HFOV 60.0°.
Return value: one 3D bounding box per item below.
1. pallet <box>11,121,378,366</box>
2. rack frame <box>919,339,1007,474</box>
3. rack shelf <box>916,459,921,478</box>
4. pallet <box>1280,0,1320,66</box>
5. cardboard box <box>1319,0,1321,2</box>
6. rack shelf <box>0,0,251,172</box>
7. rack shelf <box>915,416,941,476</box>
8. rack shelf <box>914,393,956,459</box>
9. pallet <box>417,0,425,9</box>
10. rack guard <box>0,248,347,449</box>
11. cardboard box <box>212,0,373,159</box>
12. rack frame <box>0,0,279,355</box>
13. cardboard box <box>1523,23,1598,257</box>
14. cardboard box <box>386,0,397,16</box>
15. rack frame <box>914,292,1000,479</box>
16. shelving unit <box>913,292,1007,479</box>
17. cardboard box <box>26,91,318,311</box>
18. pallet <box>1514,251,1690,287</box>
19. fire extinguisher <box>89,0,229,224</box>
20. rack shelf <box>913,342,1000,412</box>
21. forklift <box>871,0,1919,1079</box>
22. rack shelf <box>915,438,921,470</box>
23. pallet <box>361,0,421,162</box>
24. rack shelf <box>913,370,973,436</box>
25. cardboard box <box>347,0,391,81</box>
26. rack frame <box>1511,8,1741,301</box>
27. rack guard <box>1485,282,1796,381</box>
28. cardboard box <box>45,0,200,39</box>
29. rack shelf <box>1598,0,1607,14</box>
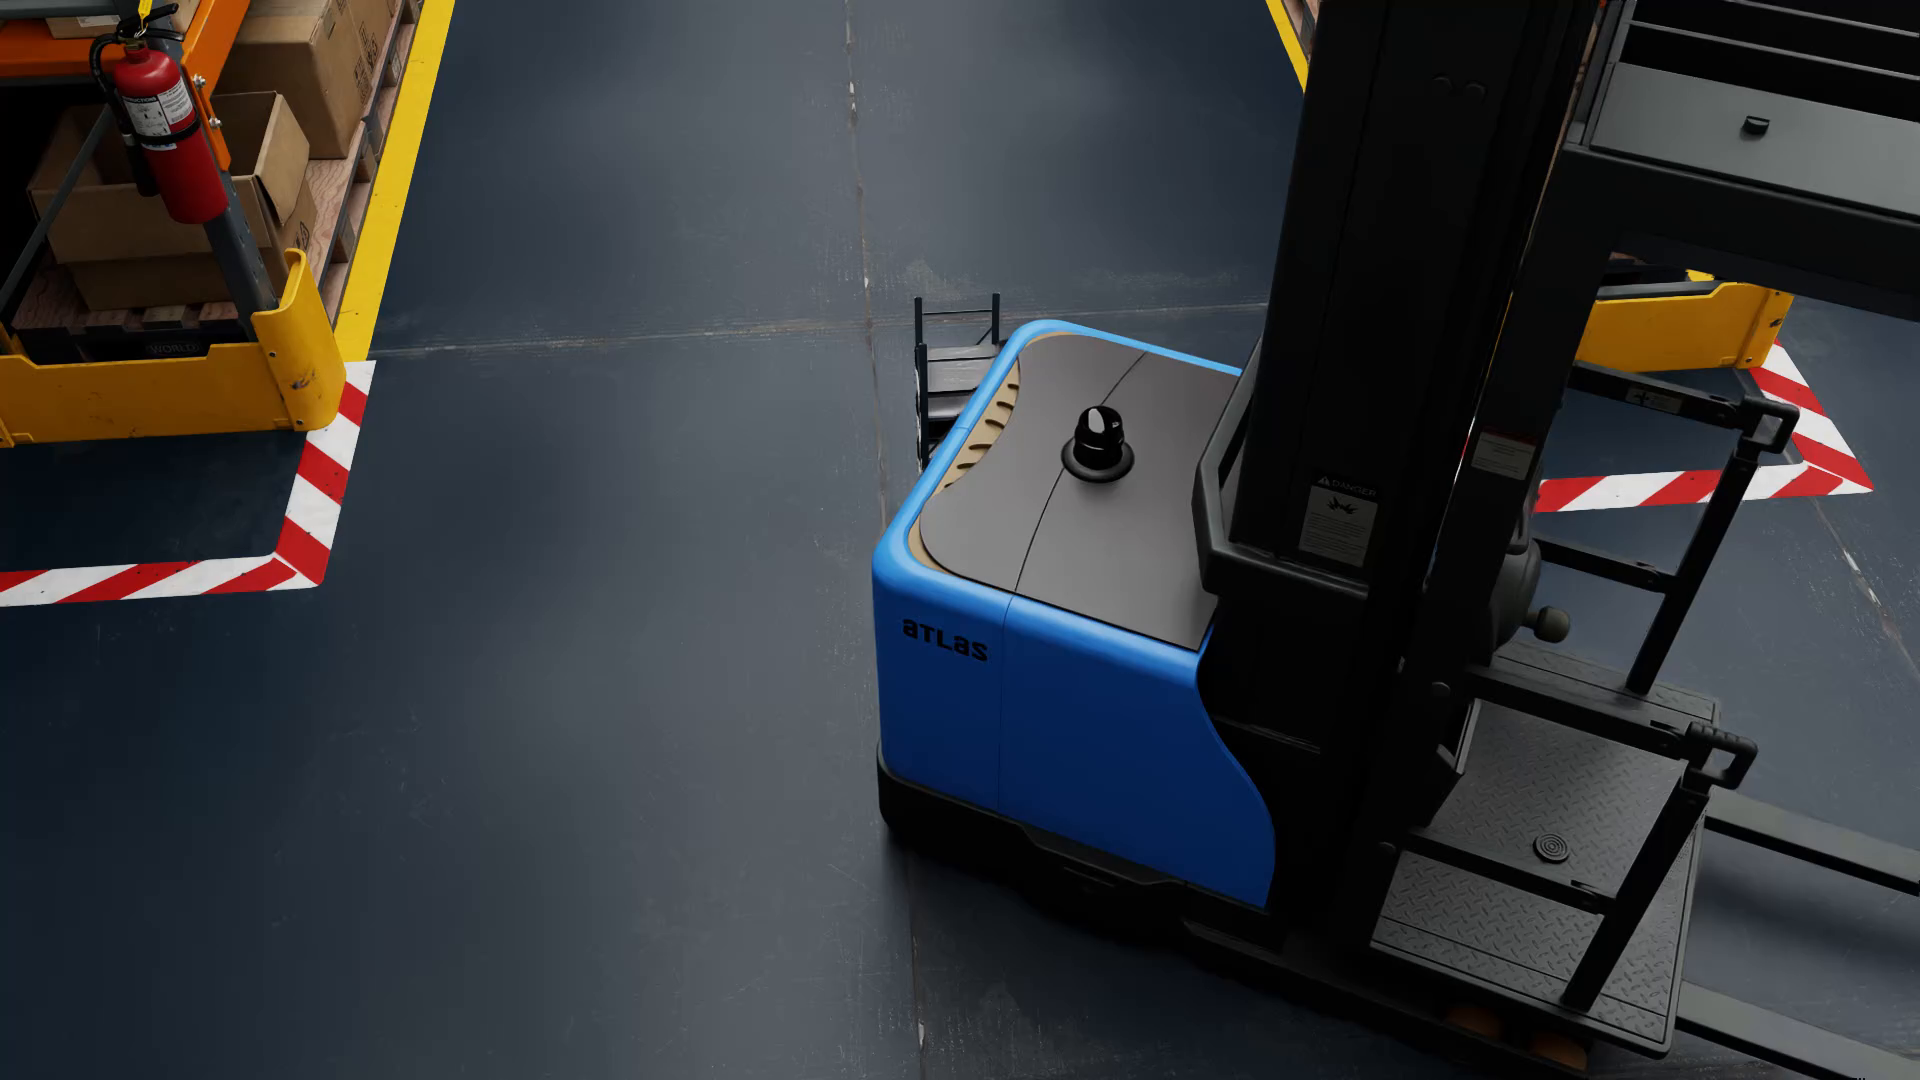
[{"bbox_3d":[-2.779,-1.110,6.157,1.003,0.211,1.213,-3,47,-3],"label":"pallet"},{"bbox_3d":[0.009,-0.230,4.848,0.240,0.900,0.006,-3,47,-3],"label":"rack frame"},{"bbox_3d":[0.001,-0.157,5.073,0.258,0.077,0.200,-3,47,-3],"label":"rack shelf"},{"bbox_3d":[1.997,-2.238,7.224,1.003,0.211,1.213,-3,47,-3],"label":"pallet"},{"bbox_3d":[1.927,-2.791,7.303,0.875,0.438,0.875,-5,47,-4],"label":"cardboard box"},{"bbox_3d":[-2.872,-2.637,6.177,1.077,0.370,4.000,-3,47,-3],"label":"rack shelf"},{"bbox_3d":[0.001,-0.281,4.942,0.258,0.077,0.200,-3,47,-3],"label":"rack shelf"},{"bbox_3d":[0.001,-0.343,4.877,0.258,0.077,0.200,-3,47,-3],"label":"rack shelf"},{"bbox_3d":[-2.983,-2.876,7.828,1.003,0.211,1.213,-3,47,-3],"label":"pallet"},{"bbox_3d":[-2.711,-0.633,5.505,1.175,0.500,0.348,-3,47,-3],"label":"rack guard"},{"bbox_3d":[-2.694,-1.792,6.313,0.700,0.500,0.500,-2,47,-2],"label":"cardboard box"},{"bbox_3d":[-2.705,-1.438,4.546,1.000,3.000,0.127,-3,47,-3],"label":"rack frame"},{"bbox_3d":[2.086,-1.477,6.058,0.875,0.438,0.875,-5,47,-5],"label":"cardboard box"},{"bbox_3d":[-2.781,-2.543,7.025,0.700,0.500,0.500,-5,47,-5],"label":"cardboard box"},{"bbox_3d":[-0.008,-0.377,4.987,0.240,0.900,0.006,-3,47,-3],"label":"rack frame"},{"bbox_3d":[0.001,-0.304,4.918,0.258,0.900,0.210,-3,47,-3],"label":"shelving unit"},{"bbox_3d":[-2.662,-1.172,5.724,0.797,0.503,0.637,-5,47,-5],"label":"cardboard box"},{"bbox_3d":[2.096,-1.357,6.390,1.003,0.211,1.213,-3,47,-3],"label":"pallet"},{"bbox_3d":[-2.232,-1.205,4.635,0.296,0.674,0.183,-3,47,-3],"label":"fire extinguisher"},{"bbox_3d":[0.001,-0.466,4.746,0.258,0.077,0.200,-3,47,-3],"label":"rack shelf"},{"bbox_3d":[1.348,-0.120,3.345,3.031,2.935,1.130,17,49,16],"label":"forklift"},{"bbox_3d":[0.001,-0.219,5.007,0.258,0.077,0.200,-3,47,-3],"label":"rack shelf"},{"bbox_3d":[-2.878,-1.991,6.991,1.003,0.211,1.213,-3,47,-3],"label":"pallet"},{"bbox_3d":[0.001,-0.404,4.811,0.258,0.077,0.200,-3,47,-3],"label":"rack shelf"},{"bbox_3d":[-2.639,-2.180,6.681,0.500,0.500,0.500,-3,47,-3],"label":"cardboard box"},{"bbox_3d":[2.241,-1.742,4.834,1.000,3.000,0.127,-3,47,-3],"label":"rack frame"},{"bbox_3d":[2.243,-0.865,5.725,1.175,0.500,0.348,-3,47,-3],"label":"rack guard"},{"bbox_3d":[-2.459,-1.606,4.878,0.380,0.149,0.250,-4,47,-4],"label":"cardboard box"},{"bbox_3d":[2.074,-2.942,6.466,1.077,0.370,4.000,-3,47,-3],"label":"rack shelf"}]
